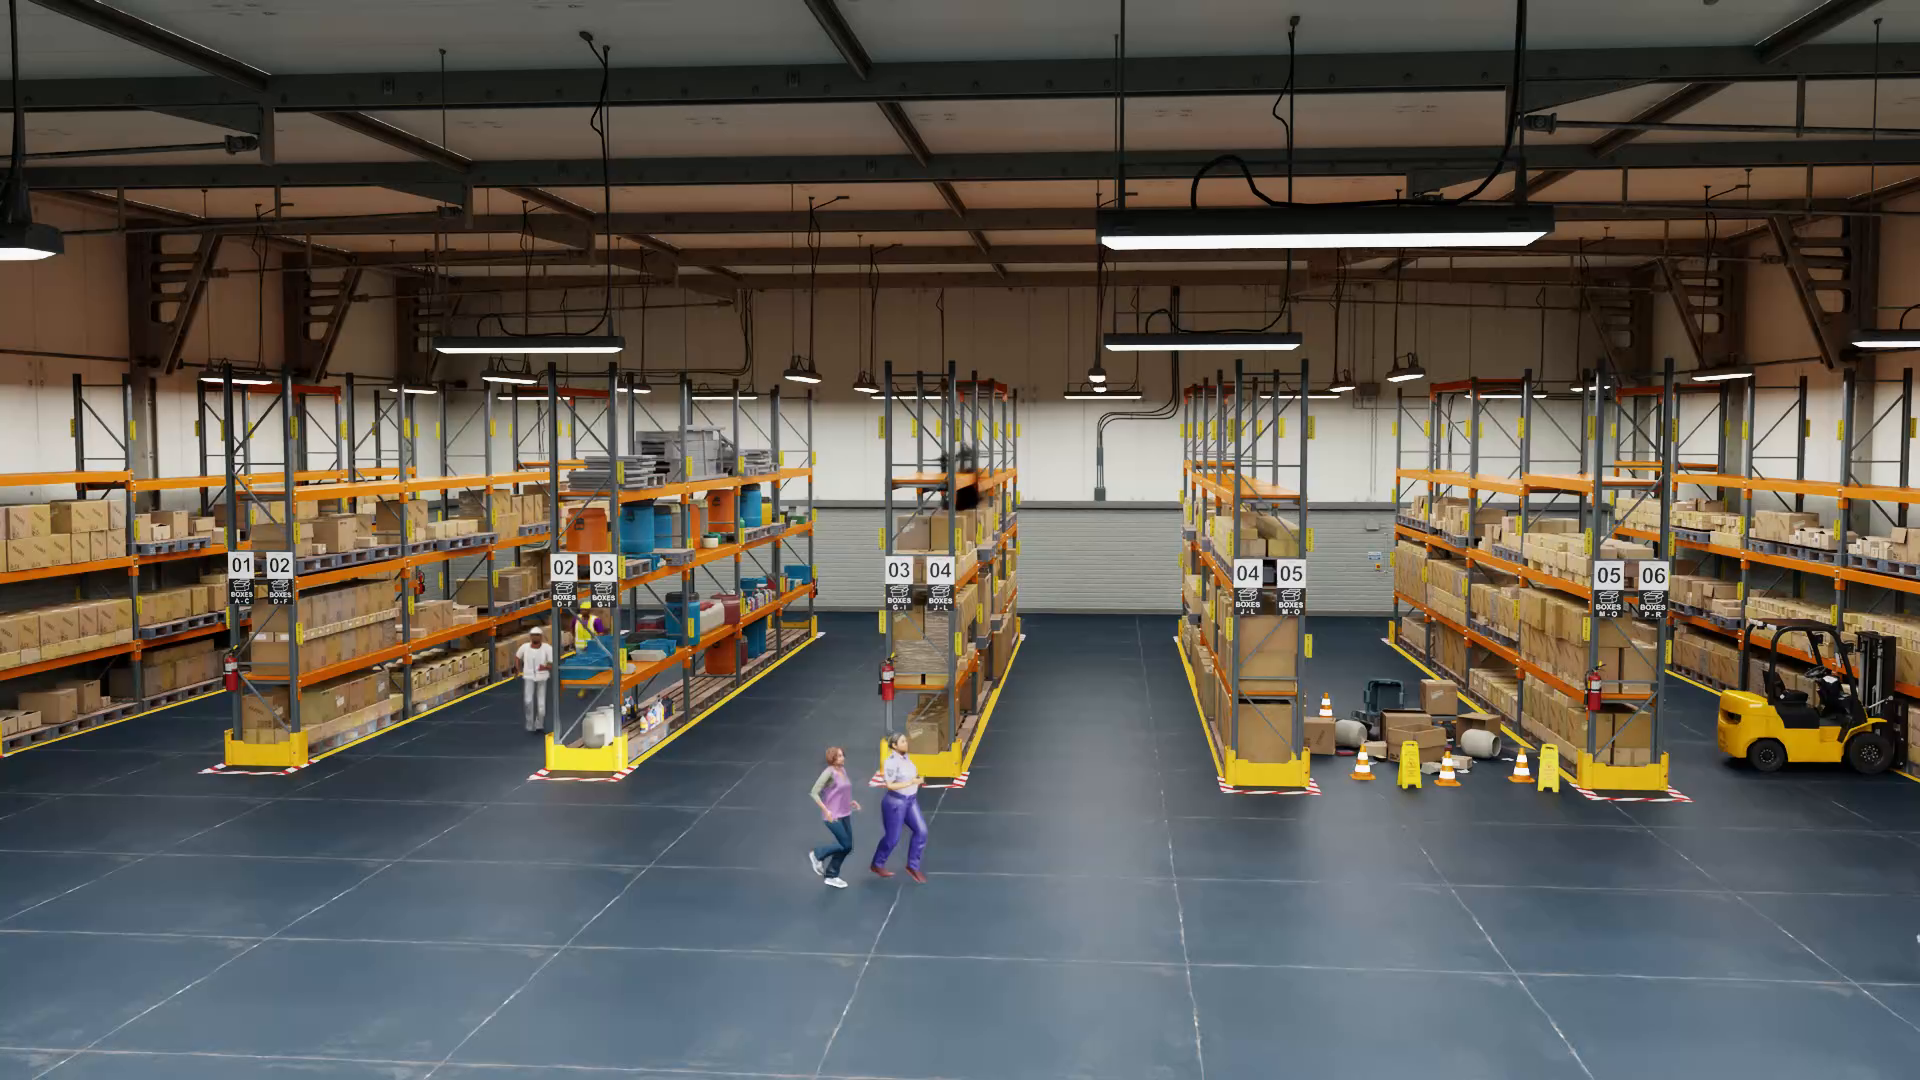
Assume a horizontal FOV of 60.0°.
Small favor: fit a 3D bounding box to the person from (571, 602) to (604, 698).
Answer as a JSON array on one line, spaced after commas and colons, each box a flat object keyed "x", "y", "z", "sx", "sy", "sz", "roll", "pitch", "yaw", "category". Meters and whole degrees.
[{"x": -7.061, "y": 2.044, "z": 31.515, "sx": 0.643, "sy": 1.775, "sz": 0.970, "roll": 0, "pitch": 4, "yaw": -4, "category": "person"}]

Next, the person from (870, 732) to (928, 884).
[{"x": -0.666, "y": 2.972, "z": 18.419, "sx": 0.708, "sy": 1.700, "sz": 0.585, "roll": 2, "pitch": 4, "yaw": 32, "category": "person"}]

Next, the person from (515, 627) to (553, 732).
[{"x": -7.038, "y": 2.309, "z": 27.545, "sx": 0.679, "sy": 1.743, "sz": 0.678, "roll": -1, "pitch": 4, "yaw": -11, "category": "person"}]

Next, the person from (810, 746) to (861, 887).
[{"x": -1.362, "y": 3.033, "z": 18.239, "sx": 0.539, "sy": 1.556, "sz": 0.540, "roll": 2, "pitch": 4, "yaw": 27, "category": "person"}]
